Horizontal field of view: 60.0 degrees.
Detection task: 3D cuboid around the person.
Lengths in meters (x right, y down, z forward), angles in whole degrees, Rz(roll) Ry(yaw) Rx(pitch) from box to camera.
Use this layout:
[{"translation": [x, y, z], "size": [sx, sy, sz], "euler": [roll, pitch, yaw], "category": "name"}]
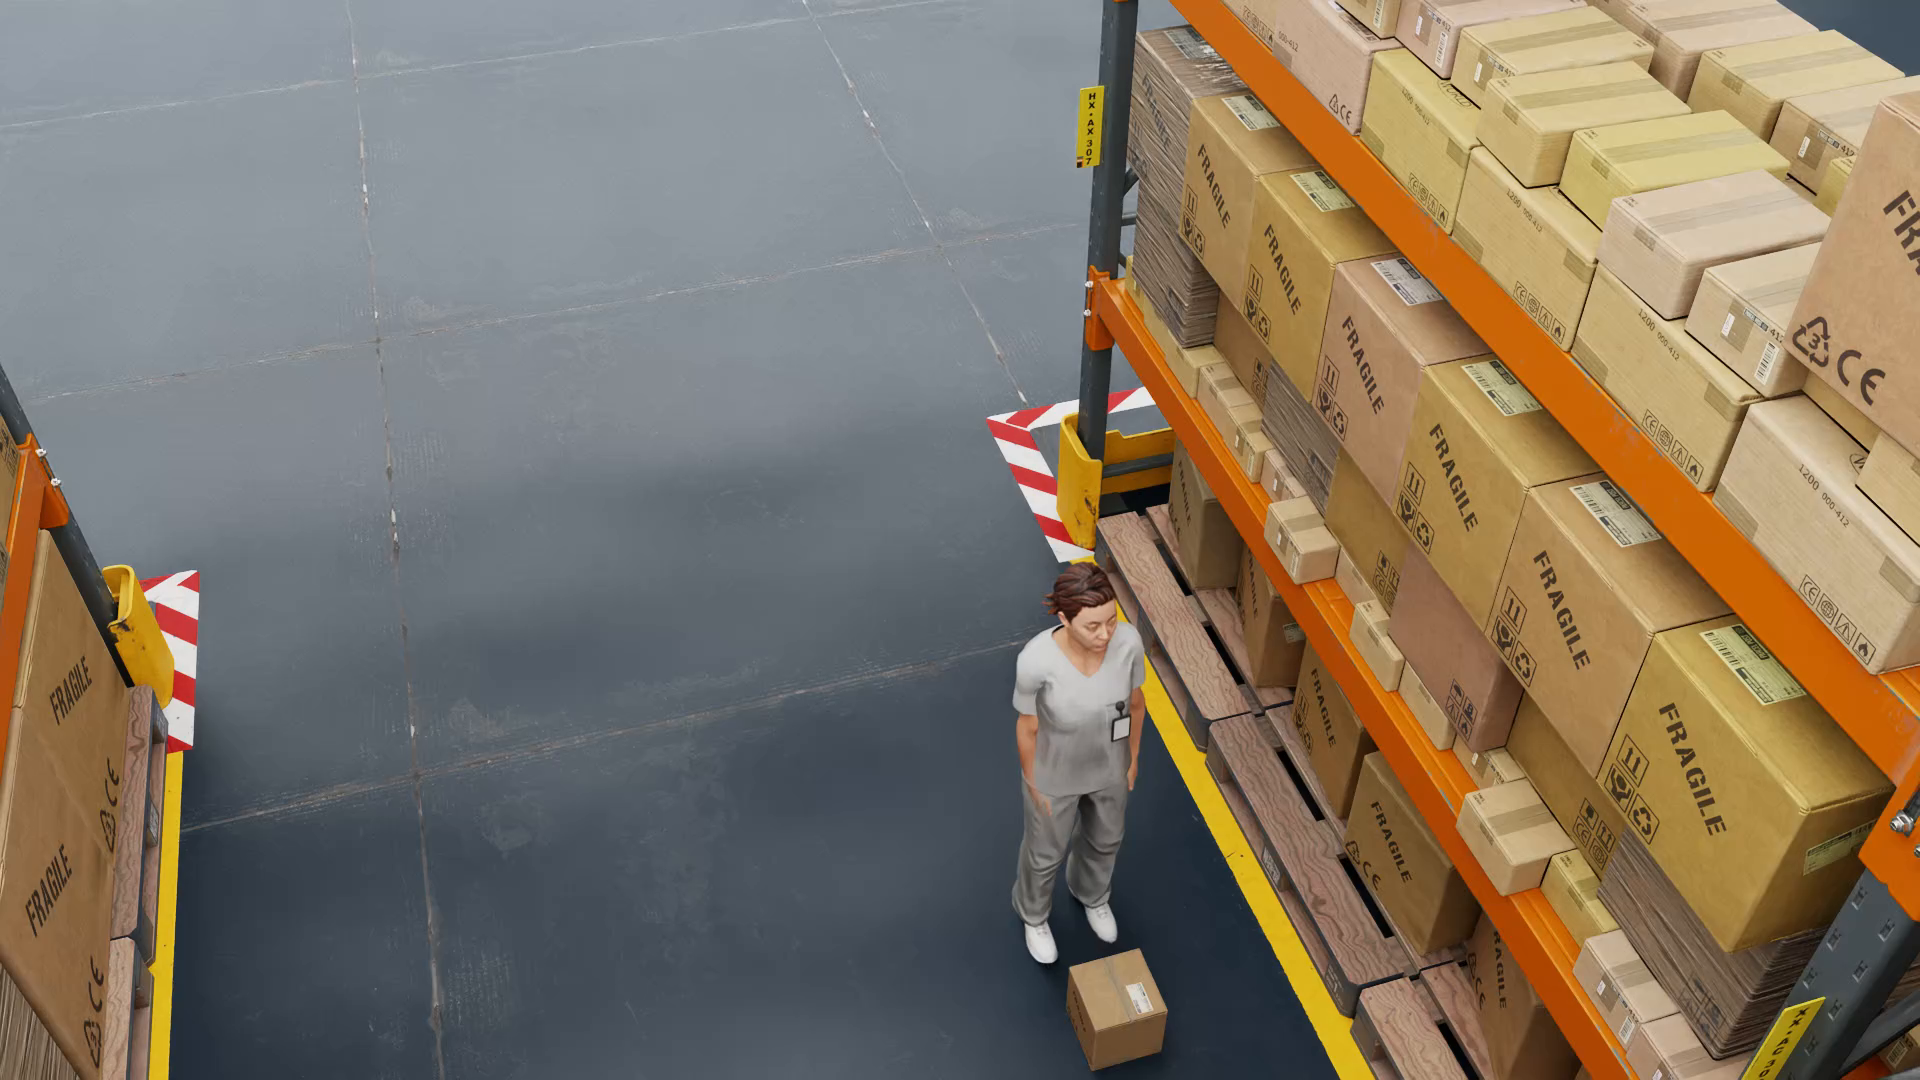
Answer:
[{"translation": [0.379, 0.734, 5.379], "size": [0.437, 1.689, 0.374], "euler": [-12, 44, -13], "category": "person"}]
